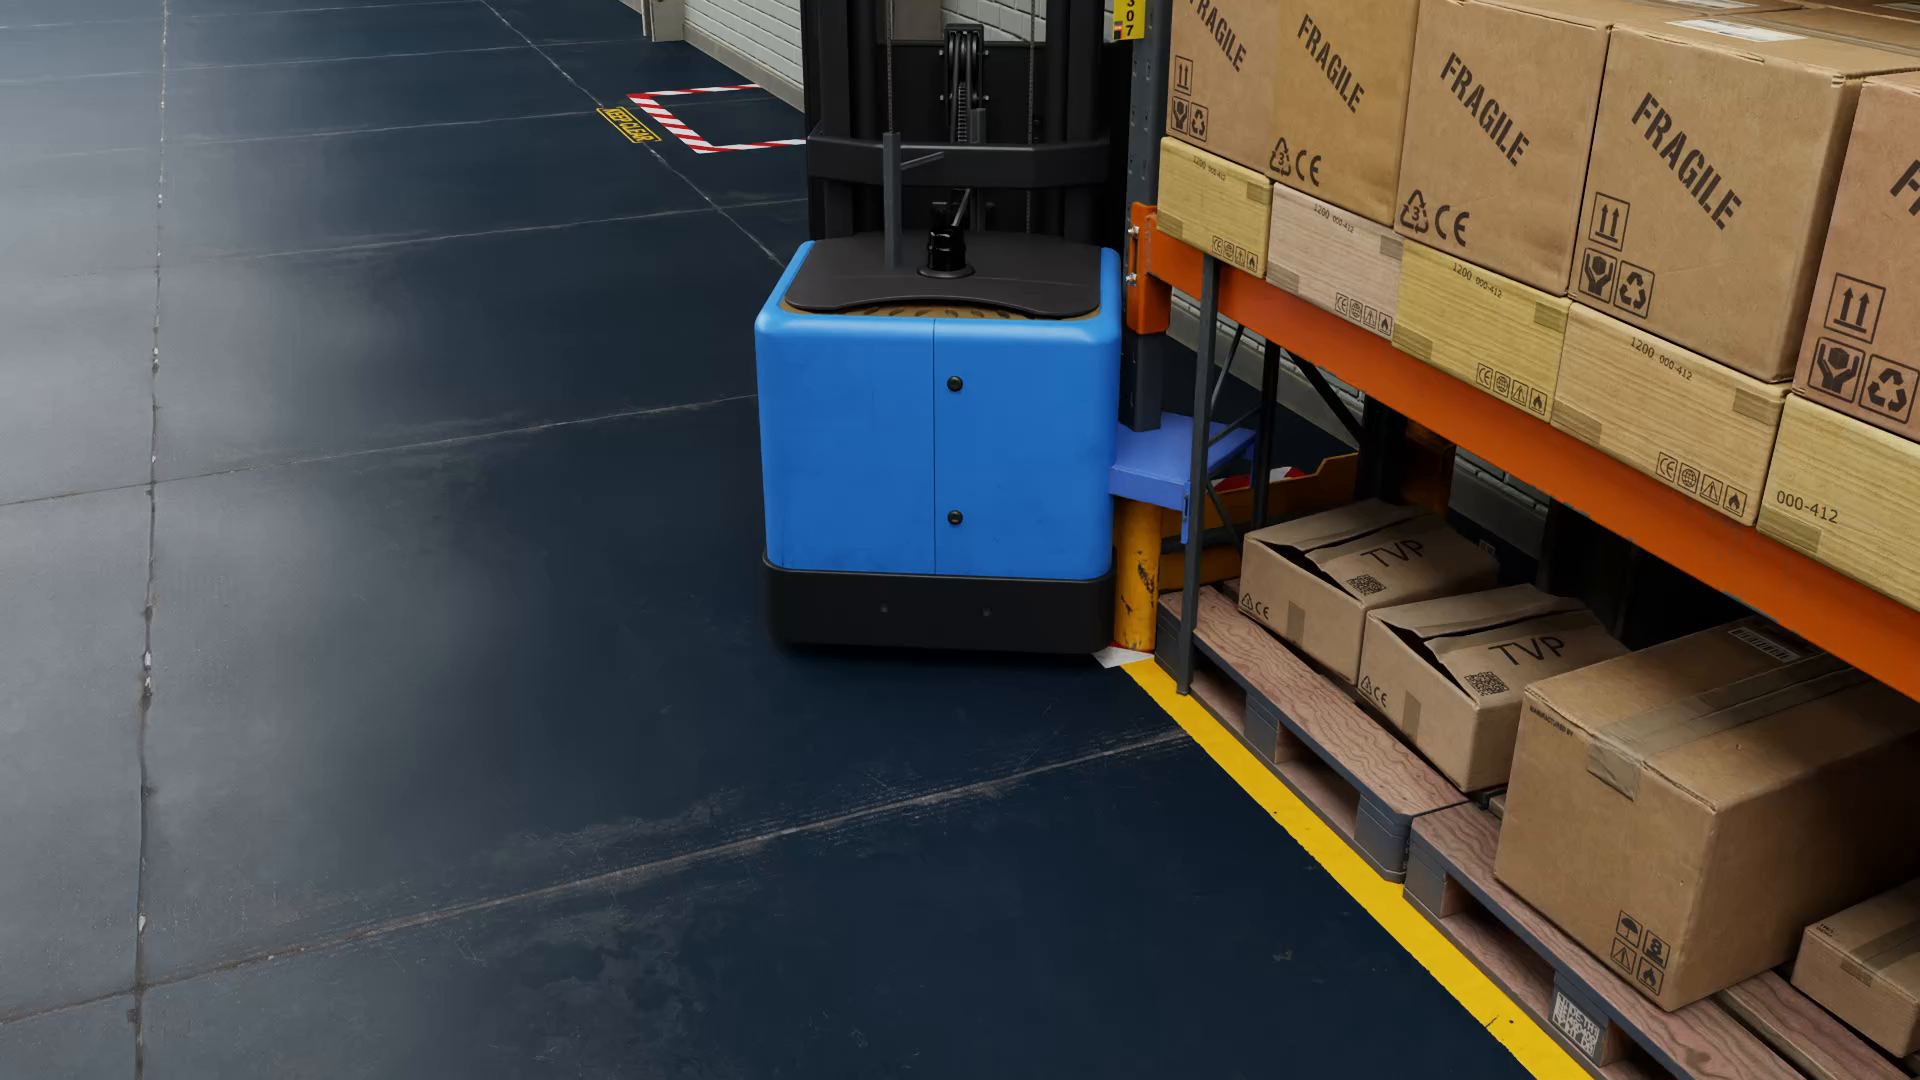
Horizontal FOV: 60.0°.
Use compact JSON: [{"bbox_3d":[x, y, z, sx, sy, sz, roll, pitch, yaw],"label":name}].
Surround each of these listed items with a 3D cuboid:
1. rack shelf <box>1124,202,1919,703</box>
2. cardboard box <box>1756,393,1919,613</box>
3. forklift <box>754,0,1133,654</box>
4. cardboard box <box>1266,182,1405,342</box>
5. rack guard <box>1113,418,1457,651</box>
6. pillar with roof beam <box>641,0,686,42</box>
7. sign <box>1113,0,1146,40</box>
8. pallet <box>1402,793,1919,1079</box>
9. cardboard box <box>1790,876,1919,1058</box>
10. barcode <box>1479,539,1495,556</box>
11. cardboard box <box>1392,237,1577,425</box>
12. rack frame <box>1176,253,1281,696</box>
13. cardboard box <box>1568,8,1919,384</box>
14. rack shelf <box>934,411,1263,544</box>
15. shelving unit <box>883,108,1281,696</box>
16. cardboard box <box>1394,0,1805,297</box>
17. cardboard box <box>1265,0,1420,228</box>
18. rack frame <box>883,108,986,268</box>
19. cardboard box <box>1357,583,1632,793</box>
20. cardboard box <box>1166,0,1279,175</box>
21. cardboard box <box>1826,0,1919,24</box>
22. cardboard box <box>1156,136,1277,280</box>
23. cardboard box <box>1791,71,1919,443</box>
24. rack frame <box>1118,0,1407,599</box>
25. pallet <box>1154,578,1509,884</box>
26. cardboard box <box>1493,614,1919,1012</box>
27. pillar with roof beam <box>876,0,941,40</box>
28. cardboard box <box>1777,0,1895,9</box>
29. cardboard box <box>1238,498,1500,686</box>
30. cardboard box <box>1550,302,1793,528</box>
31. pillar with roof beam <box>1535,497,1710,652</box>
[{"bbox_3d":[1.739,-0.070,3.294,1.077,0.370,4.000,-11,28,-21],"label":"rack shelf"},{"bbox_3d":[1.659,-0.069,2.621,0.500,0.250,0.500,-11,28,-21],"label":"cardboard box"},{"bbox_3d":[0.052,-1.592,5.671,1.130,2.935,3.031,2,26,4],"label":"forklift"},{"bbox_3d":[1.071,-0.683,3.879,0.500,0.250,0.500,-11,28,-22],"label":"cardboard box"},{"bbox_3d":[0.986,-0.047,5.276,1.175,0.500,0.348,-11,28,-21],"label":"rack guard"},{"bbox_3d":[-6.635,-7.867,11.606,9.100,9.000,0.400,-11,28,-21],"label":"pillar with roof beam"},{"bbox_3d":[0.457,-1.496,4.409,0.100,0.325,0.005,-11,28,-21],"label":"sign"},{"bbox_3d":[1.745,0.909,3.648,1.003,0.211,1.213,-11,28,-21],"label":"pallet"},{"bbox_3d":[1.914,0.849,3.341,0.380,0.149,0.250,-13,29,-25],"label":"cardboard box"},{"bbox_3d":[1.519,0.039,4.803,0.001,0.075,0.075,-11,28,-21],"label":"barcode"},{"bbox_3d":[1.265,-0.477,3.456,0.500,0.250,0.500,-11,28,-21],"label":"cardboard box"},{"bbox_3d":[0.779,-0.321,4.702,0.032,1.500,0.500,15,28,30],"label":"rack frame"},{"bbox_3d":[1.460,-0.617,2.889,0.500,0.500,0.500,-10,28,-19],"label":"cardboard box"},{"bbox_3d":[0.354,-0.273,5.032,1.000,0.185,0.538,15,28,30],"label":"rack shelf"},{"bbox_3d":[0.355,-0.437,4.958,1.048,1.500,0.538,15,28,30],"label":"shelving unit"},{"bbox_3d":[1.247,-0.824,3.312,0.500,0.500,0.500,-12,28,-22],"label":"cardboard box"},{"bbox_3d":[1.051,-1.033,3.741,0.500,0.500,0.500,-10,28,-20],"label":"cardboard box"},{"bbox_3d":[-0.070,-0.553,5.213,0.032,1.500,0.500,15,28,30],"label":"rack frame"},{"bbox_3d":[1.367,0.335,4.208,0.500,0.311,0.500,-8,27,-16],"label":"cardboard box"},{"bbox_3d":[0.866,-1.235,4.153,0.500,0.500,0.500,-11,28,-21],"label":"cardboard box"},{"bbox_3d":[1.928,-0.709,3.077,0.500,0.500,0.500,-10,28,-20],"label":"cardboard box"},{"bbox_3d":[0.855,-0.891,4.303,0.500,0.250,0.500,-11,28,-22],"label":"cardboard box"},{"bbox_3d":[1.665,-0.408,2.459,0.500,0.500,0.500,-11,28,-22],"label":"cardboard box"},{"bbox_3d":[0.956,-1.200,4.790,1.000,3.000,0.127,-11,28,-21],"label":"rack frame"},{"bbox_3d":[1.271,0.417,4.655,1.003,0.211,1.213,-11,28,-21],"label":"pallet"},{"bbox_3d":[1.609,0.555,3.543,0.700,0.500,0.500,-12,29,-24],"label":"cardboard box"},{"bbox_3d":[-4.285,-5.445,6.645,9.100,9.000,0.400,-11,28,-21],"label":"pillar with roof beam"},{"bbox_3d":[1.731,-0.912,3.493,0.500,0.500,0.500,-11,28,-22],"label":"cardboard box"},{"bbox_3d":[1.144,0.105,4.680,0.500,0.311,0.500,-14,29,-26],"label":"cardboard box"},{"bbox_3d":[1.461,-0.272,3.037,0.500,0.250,0.500,-10,28,-20],"label":"cardboard box"},{"bbox_3d":[-1.935,-3.023,1.684,9.100,9.000,0.400,-11,28,-21],"label":"pillar with roof beam"}]
